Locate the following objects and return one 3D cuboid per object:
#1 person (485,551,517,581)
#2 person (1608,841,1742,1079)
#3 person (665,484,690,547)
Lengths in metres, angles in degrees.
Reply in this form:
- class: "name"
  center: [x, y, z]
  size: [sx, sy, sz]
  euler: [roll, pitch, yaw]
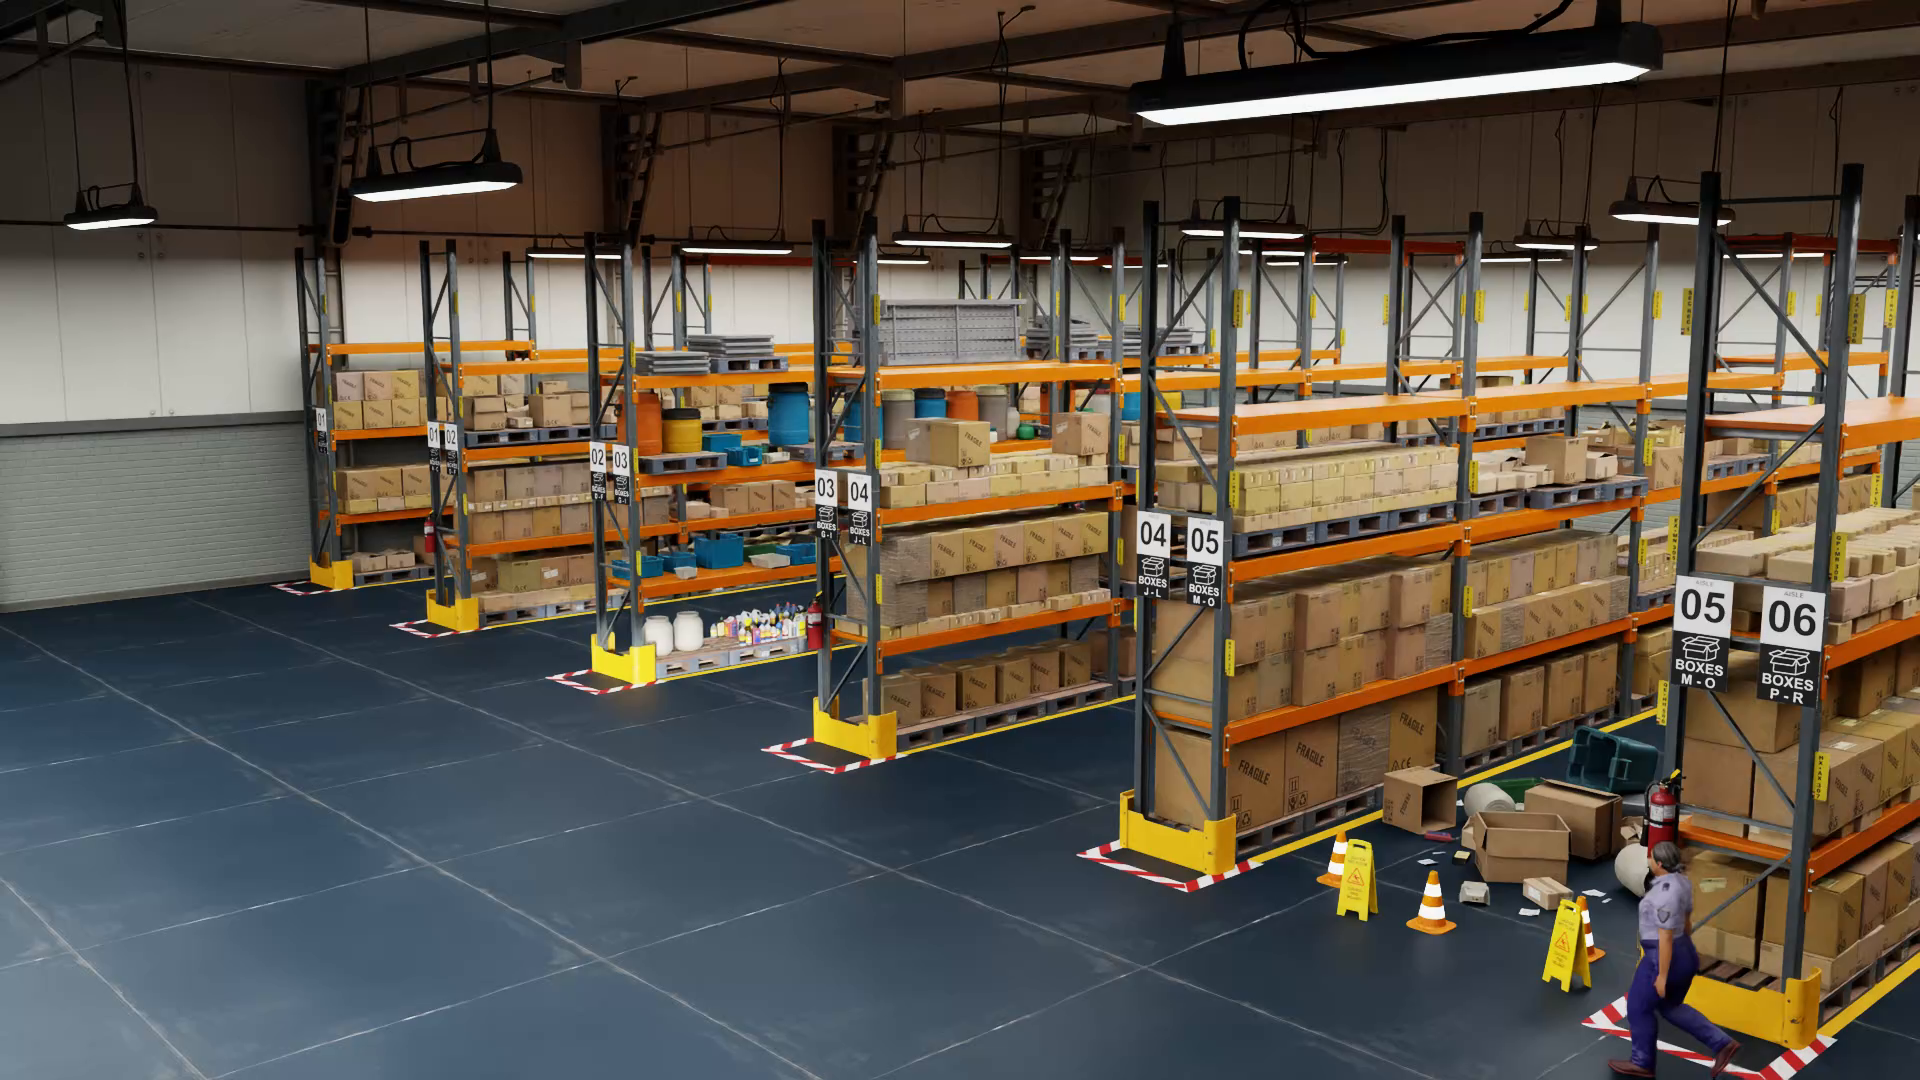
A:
- class: "person"
  center: [-7.965, 0.136, 28.685]
  size: [1.065, 1.650, 0.524]
  euler: [-8, 11, -43]
- class: "person"
  center: [4.720, 2.782, 10.915]
  size: [0.777, 1.590, 0.502]
  euler: [6, 10, 35]
- class: "person"
  center: [-5.291, -0.306, 31.485]
  size: [0.668, 1.763, 0.751]
  euler: [5, 10, 31]
